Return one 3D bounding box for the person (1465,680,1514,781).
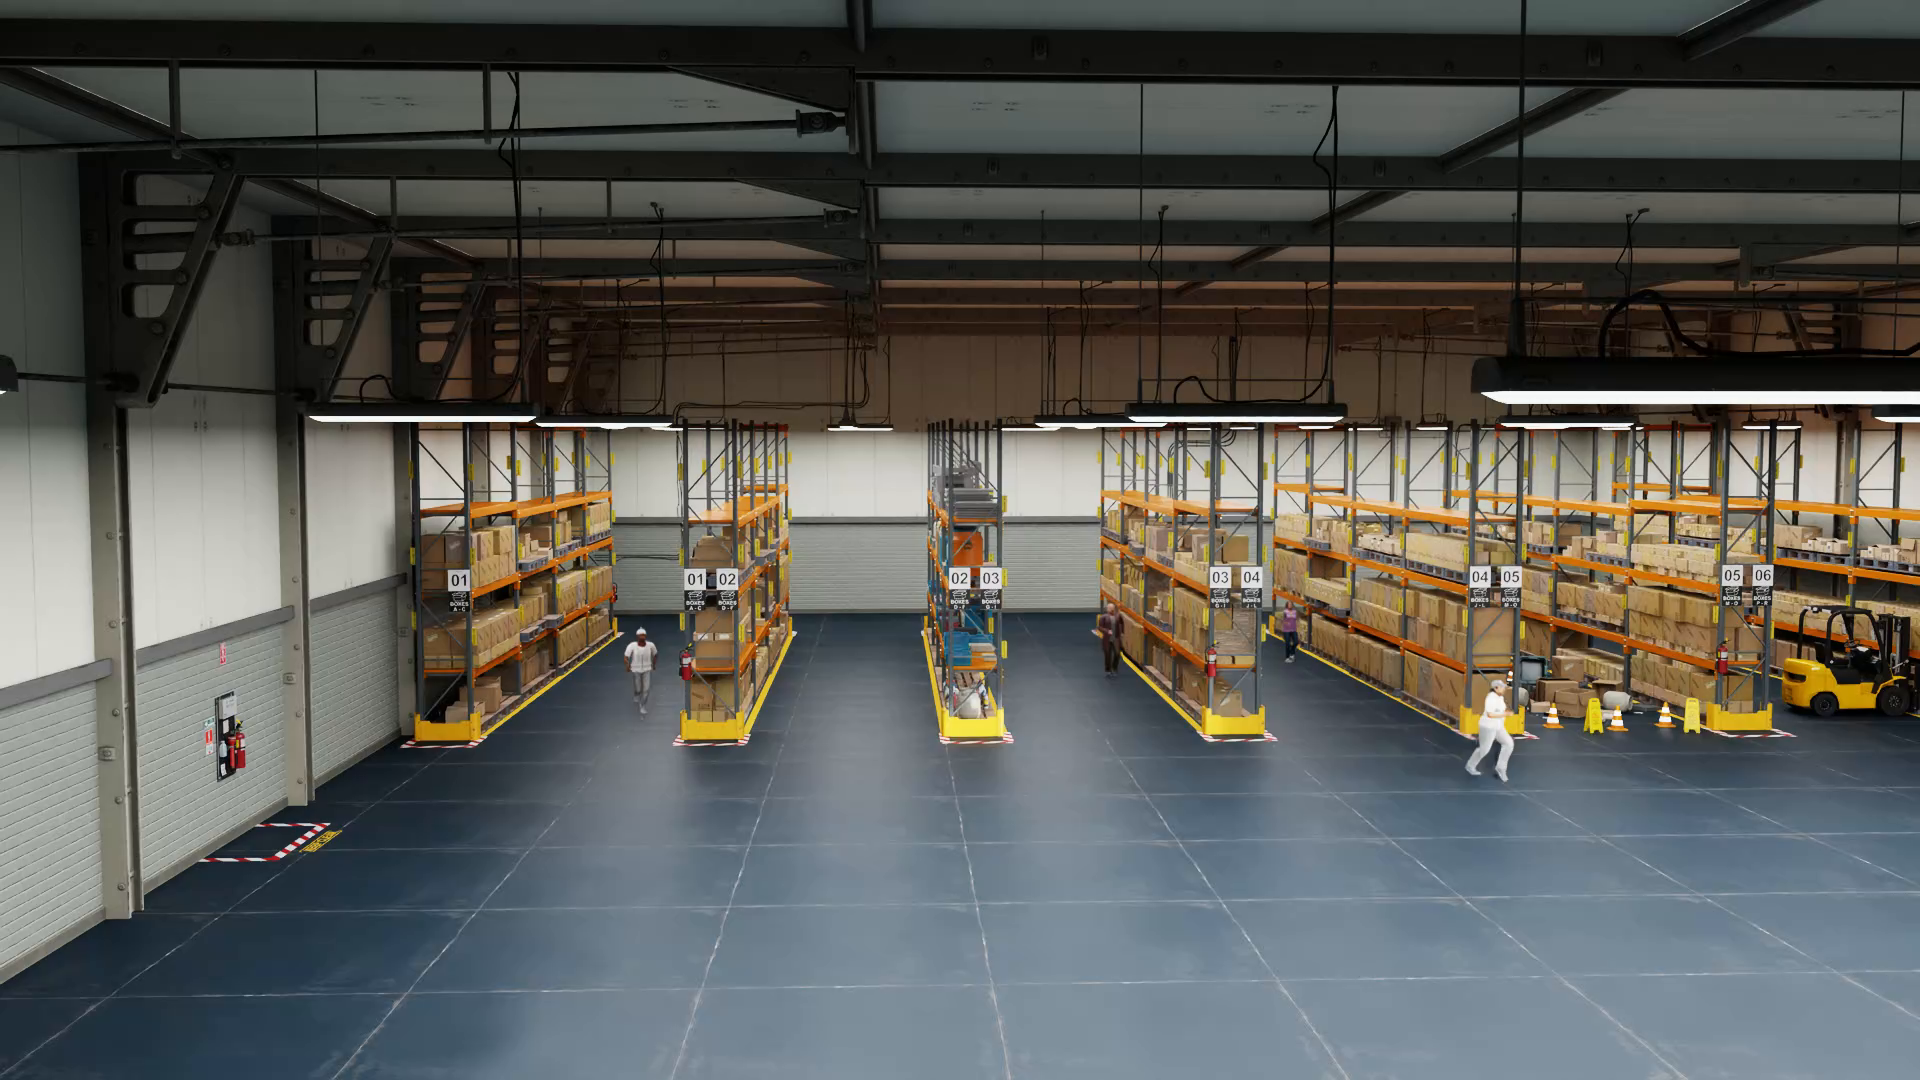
[{"bbox_3d":[8.770,3.141,27.520,0.821,1.696,0.627,3,5,40],"label":"person"}]

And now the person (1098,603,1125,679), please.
[{"bbox_3d":[3.545,2.361,38.854,0.672,1.760,0.837,0,4,-5],"label":"person"}]

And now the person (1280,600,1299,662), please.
[{"bbox_3d":[8.231,2.282,41.354,0.521,1.561,0.569,0,4,-4],"label":"person"}]

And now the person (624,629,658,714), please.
[{"bbox_3d":[-6.546,2.686,34.204,0.710,1.736,0.654,-1,4,-18],"label":"person"}]

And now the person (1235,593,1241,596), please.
[{"bbox_3d":[7.773,1.902,45.295,0.710,1.768,1.046,0,4,3],"label":"person"}]
